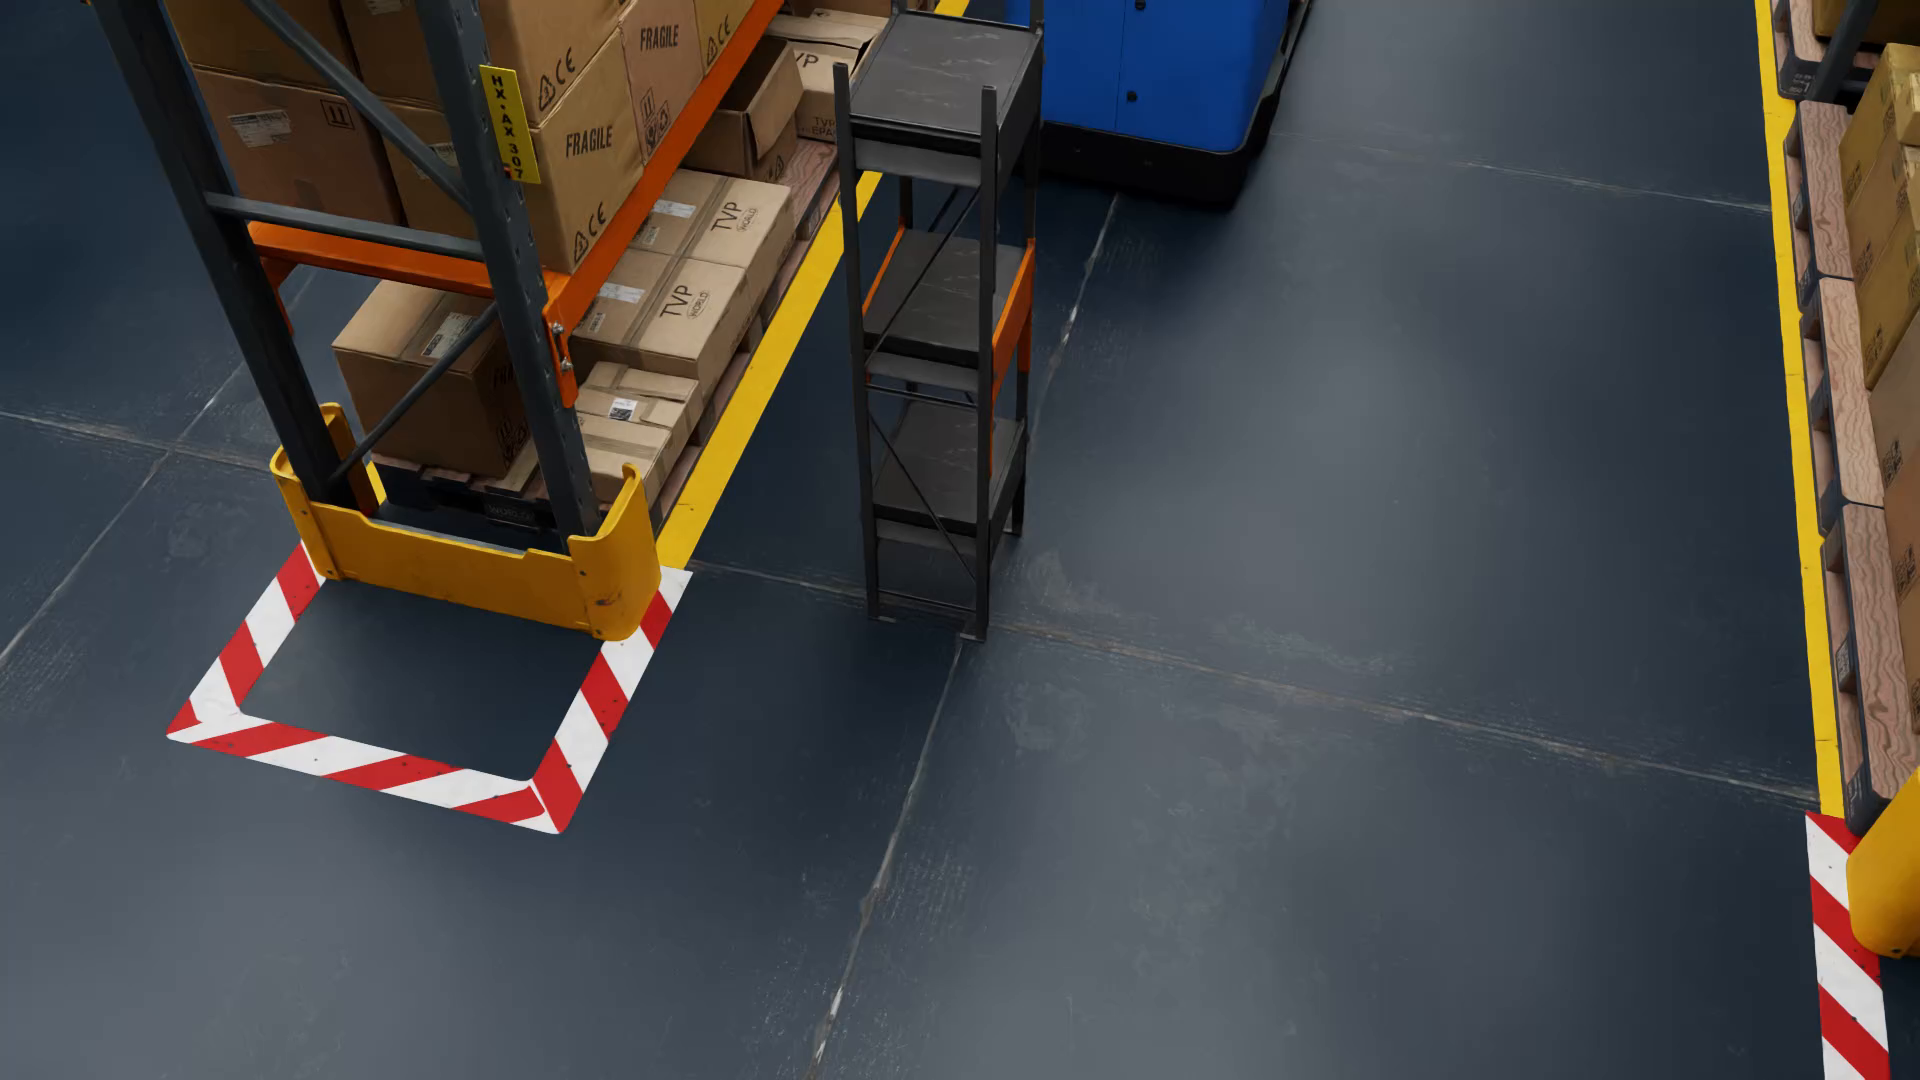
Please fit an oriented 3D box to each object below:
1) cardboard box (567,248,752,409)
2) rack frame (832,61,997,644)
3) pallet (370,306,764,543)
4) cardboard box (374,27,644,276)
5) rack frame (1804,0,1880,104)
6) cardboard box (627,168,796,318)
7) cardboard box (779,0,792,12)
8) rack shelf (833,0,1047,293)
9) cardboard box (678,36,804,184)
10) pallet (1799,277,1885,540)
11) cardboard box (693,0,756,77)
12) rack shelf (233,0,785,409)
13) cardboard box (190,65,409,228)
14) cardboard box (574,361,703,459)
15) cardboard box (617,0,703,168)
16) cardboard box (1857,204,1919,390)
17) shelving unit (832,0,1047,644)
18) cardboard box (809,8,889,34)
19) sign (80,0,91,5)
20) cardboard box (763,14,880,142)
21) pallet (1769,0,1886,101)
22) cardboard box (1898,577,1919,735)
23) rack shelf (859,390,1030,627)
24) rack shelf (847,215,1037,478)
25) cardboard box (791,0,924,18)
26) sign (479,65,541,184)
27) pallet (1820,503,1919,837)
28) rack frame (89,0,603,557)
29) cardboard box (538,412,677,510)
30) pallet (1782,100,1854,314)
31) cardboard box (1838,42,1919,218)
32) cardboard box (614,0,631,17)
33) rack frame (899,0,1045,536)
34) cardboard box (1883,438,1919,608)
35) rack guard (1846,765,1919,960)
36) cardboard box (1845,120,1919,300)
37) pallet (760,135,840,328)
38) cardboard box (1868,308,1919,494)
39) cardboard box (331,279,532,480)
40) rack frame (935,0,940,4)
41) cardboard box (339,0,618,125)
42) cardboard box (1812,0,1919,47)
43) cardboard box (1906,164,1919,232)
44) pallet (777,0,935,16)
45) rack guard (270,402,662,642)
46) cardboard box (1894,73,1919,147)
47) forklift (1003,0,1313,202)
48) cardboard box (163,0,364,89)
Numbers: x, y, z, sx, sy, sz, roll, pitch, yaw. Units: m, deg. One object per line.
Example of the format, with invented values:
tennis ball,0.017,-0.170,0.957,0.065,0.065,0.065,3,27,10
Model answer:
cardboard box,-1.077,-0.767,5.967,0.500,0.250,0.500,12,50,10
rack frame,-0.108,-0.399,4.701,0.400,2.100,0.015,12,50,10
pallet,-1.396,-0.541,6.087,1.003,0.211,1.213,12,50,10
cardboard box,-1.254,-1.134,4.684,0.500,0.500,0.500,13,50,11
rack frame,4.208,-2.751,6.177,1.000,3.000,0.127,12,50,10
cardboard box,-0.945,-1.129,6.286,0.500,0.250,0.500,12,50,10
cardboard box,-0.892,-2.721,7.650,0.500,0.311,0.500,12,50,10
rack shelf,-0.044,-1.029,4.342,0.431,0.518,0.480,12,50,10
cardboard box,-1.062,-1.685,6.608,0.797,0.503,0.637,12,50,10
pallet,3.613,-0.408,5.970,1.003,0.211,1.213,12,50,10
cardboard box,-0.988,-1.871,5.334,0.500,0.500,0.500,11,50,10
rack shelf,-1.099,-2.041,6.031,1.077,0.370,4.000,12,50,10
cardboard box,-1.770,-1.243,4.780,0.500,0.500,0.500,13,50,11
cardboard box,-1.118,-0.456,5.748,0.380,0.166,0.250,12,50,10
cardboard box,-1.123,-1.509,5.014,0.500,0.500,0.500,11,50,10
cardboard box,3.639,-0.808,5.850,0.700,0.500,0.500,13,50,11
shelving unit,-0.044,-0.575,4.857,0.431,2.100,0.503,12,50,10
cardboard box,-0.490,-2.177,7.279,0.380,0.149,0.250,12,50,10
sign,-2.155,-1.444,4.041,0.100,0.325,0.005,12,50,10
cardboard box,-0.646,-1.971,6.989,0.500,0.311,0.500,12,50,10
pallet,4.338,-2.401,7.728,1.003,0.211,1.213,12,50,10
cardboard box,3.243,0.305,4.868,0.700,0.500,0.500,12,50,10
rack shelf,-0.044,-0.103,5.392,0.431,0.518,0.480,12,50,10
rack shelf,-0.044,-0.566,4.867,0.431,0.518,0.480,12,50,10
cardboard box,-0.449,-2.576,7.397,0.500,0.500,0.500,12,50,10
sign,-1.102,-1.012,4.065,0.100,0.325,0.005,12,50,10
pallet,3.290,0.471,5.193,1.003,0.211,1.213,12,50,10
rack frame,-1.625,-0.832,4.484,1.000,3.000,0.127,12,50,10
cardboard box,-1.183,-0.270,5.595,0.380,0.149,0.250,12,50,10
pallet,3.932,-1.294,6.751,1.003,0.211,1.213,12,50,10
cardboard box,3.912,-1.542,6.497,0.700,0.500,0.500,12,50,11
cardboard box,-1.124,-1.845,4.644,0.500,0.500,0.500,12,50,10
rack frame,0.021,-0.752,5.013,0.400,2.100,0.015,12,50,10
cardboard box,3.374,-0.057,5.187,0.700,0.500,0.500,11,50,10
rack guard,3.148,0.987,4.546,1.175,0.500,0.348,12,50,10
cardboard box,3.776,-1.179,6.177,0.700,0.500,0.500,11,50,10
pallet,-1.073,-1.421,6.864,1.003,0.211,1.213,12,50,10
cardboard box,3.506,-0.421,5.508,0.700,0.500,0.500,10,49,9
cardboard box,-1.720,-0.593,5.646,0.500,0.500,0.500,12,50,10
rack frame,-0.572,-3.726,7.038,1.000,3.000,0.127,12,50,10
cardboard box,-1.254,-1.465,4.309,0.500,0.500,0.500,13,50,11
cardboard box,4.253,-2.674,7.263,0.750,0.750,0.750,12,50,10
cardboard box,3.508,-1.167,5.734,0.380,0.149,0.250,10,49,9
pallet,-0.754,-2.306,7.645,1.003,0.211,1.213,12,50,10
rack guard,-1.605,-0.060,5.470,1.175,0.500,0.348,12,50,10
cardboard box,3.646,-1.545,6.067,0.380,0.149,0.250,13,50,11
forklift,1.099,-3.502,6.885,1.130,2.935,3.031,14,50,12
cardboard box,-1.773,-1.573,4.404,0.500,0.500,0.500,11,50,10
